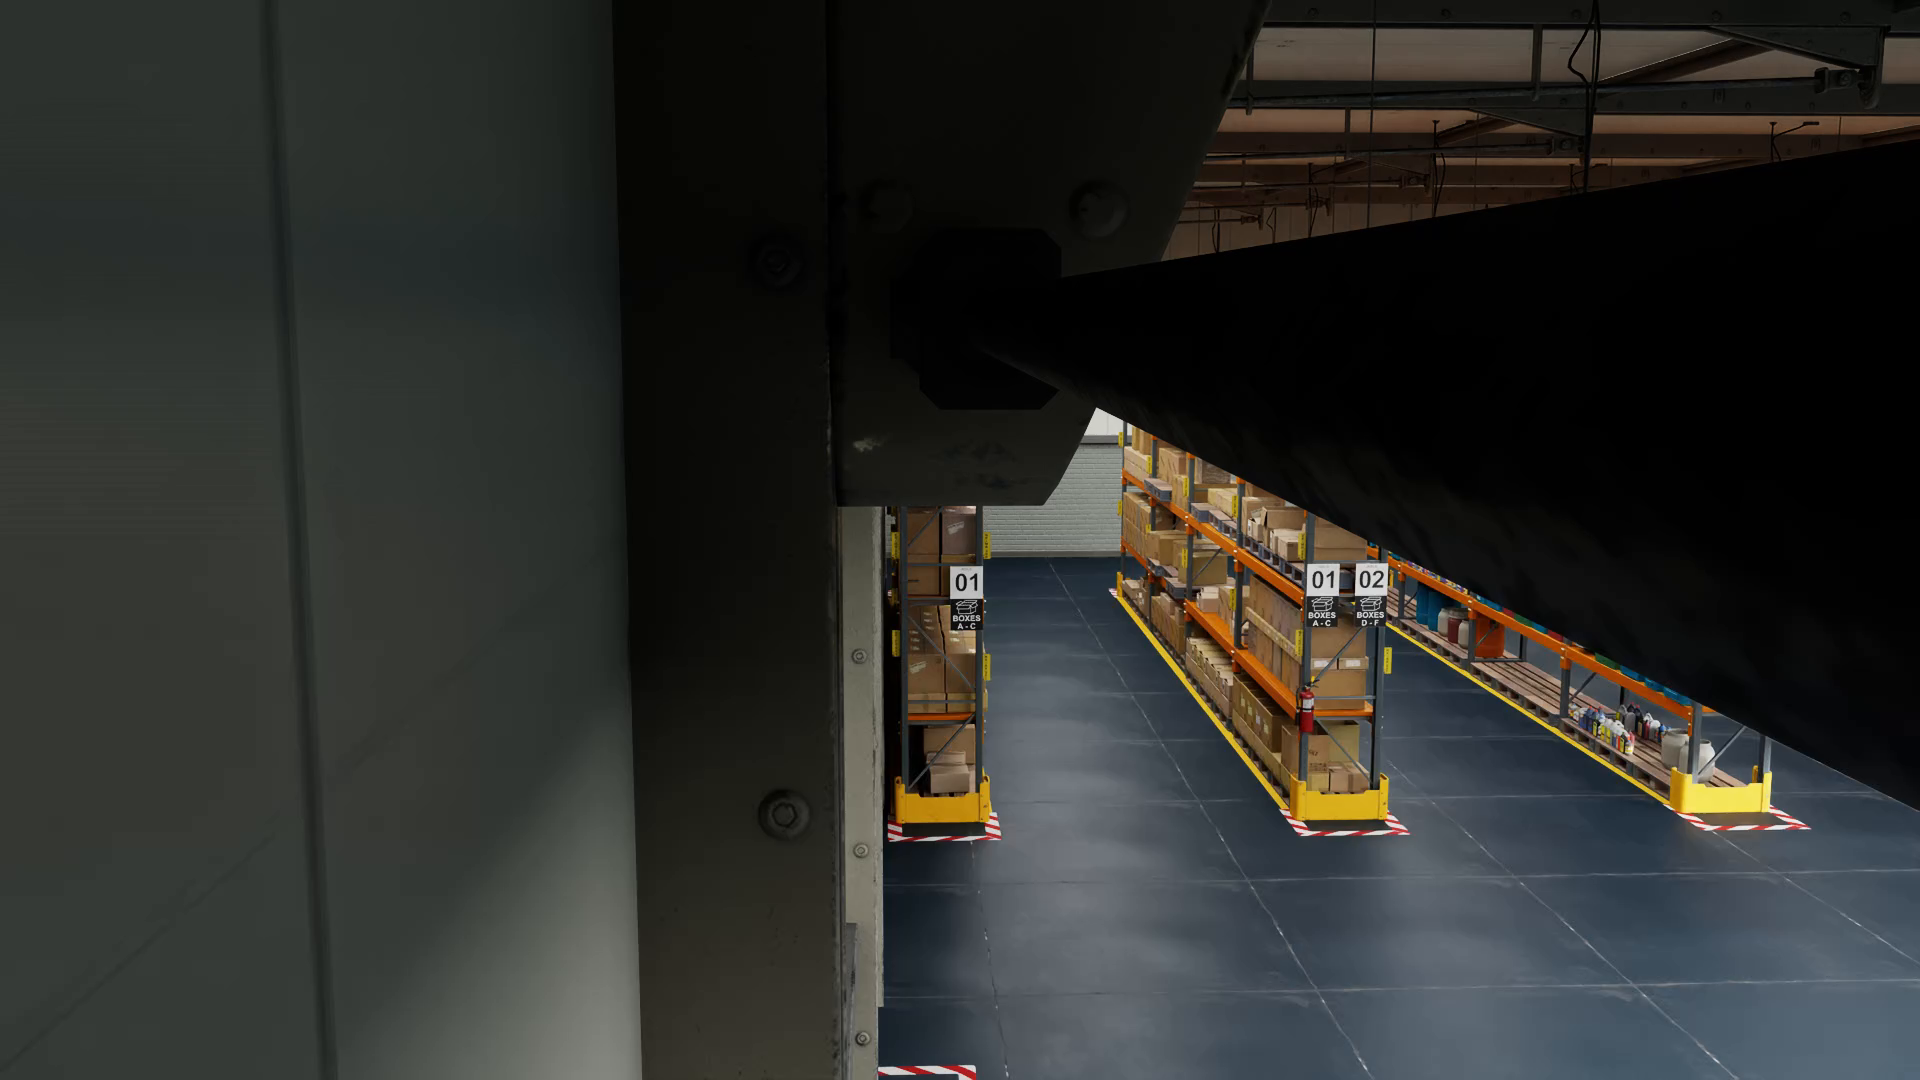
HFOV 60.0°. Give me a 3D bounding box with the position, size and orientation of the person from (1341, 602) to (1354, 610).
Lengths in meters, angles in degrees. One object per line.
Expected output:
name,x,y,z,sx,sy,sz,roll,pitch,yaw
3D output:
person,7.222,1.159,31.100,0.640,1.651,0.722,-3,8,-19
